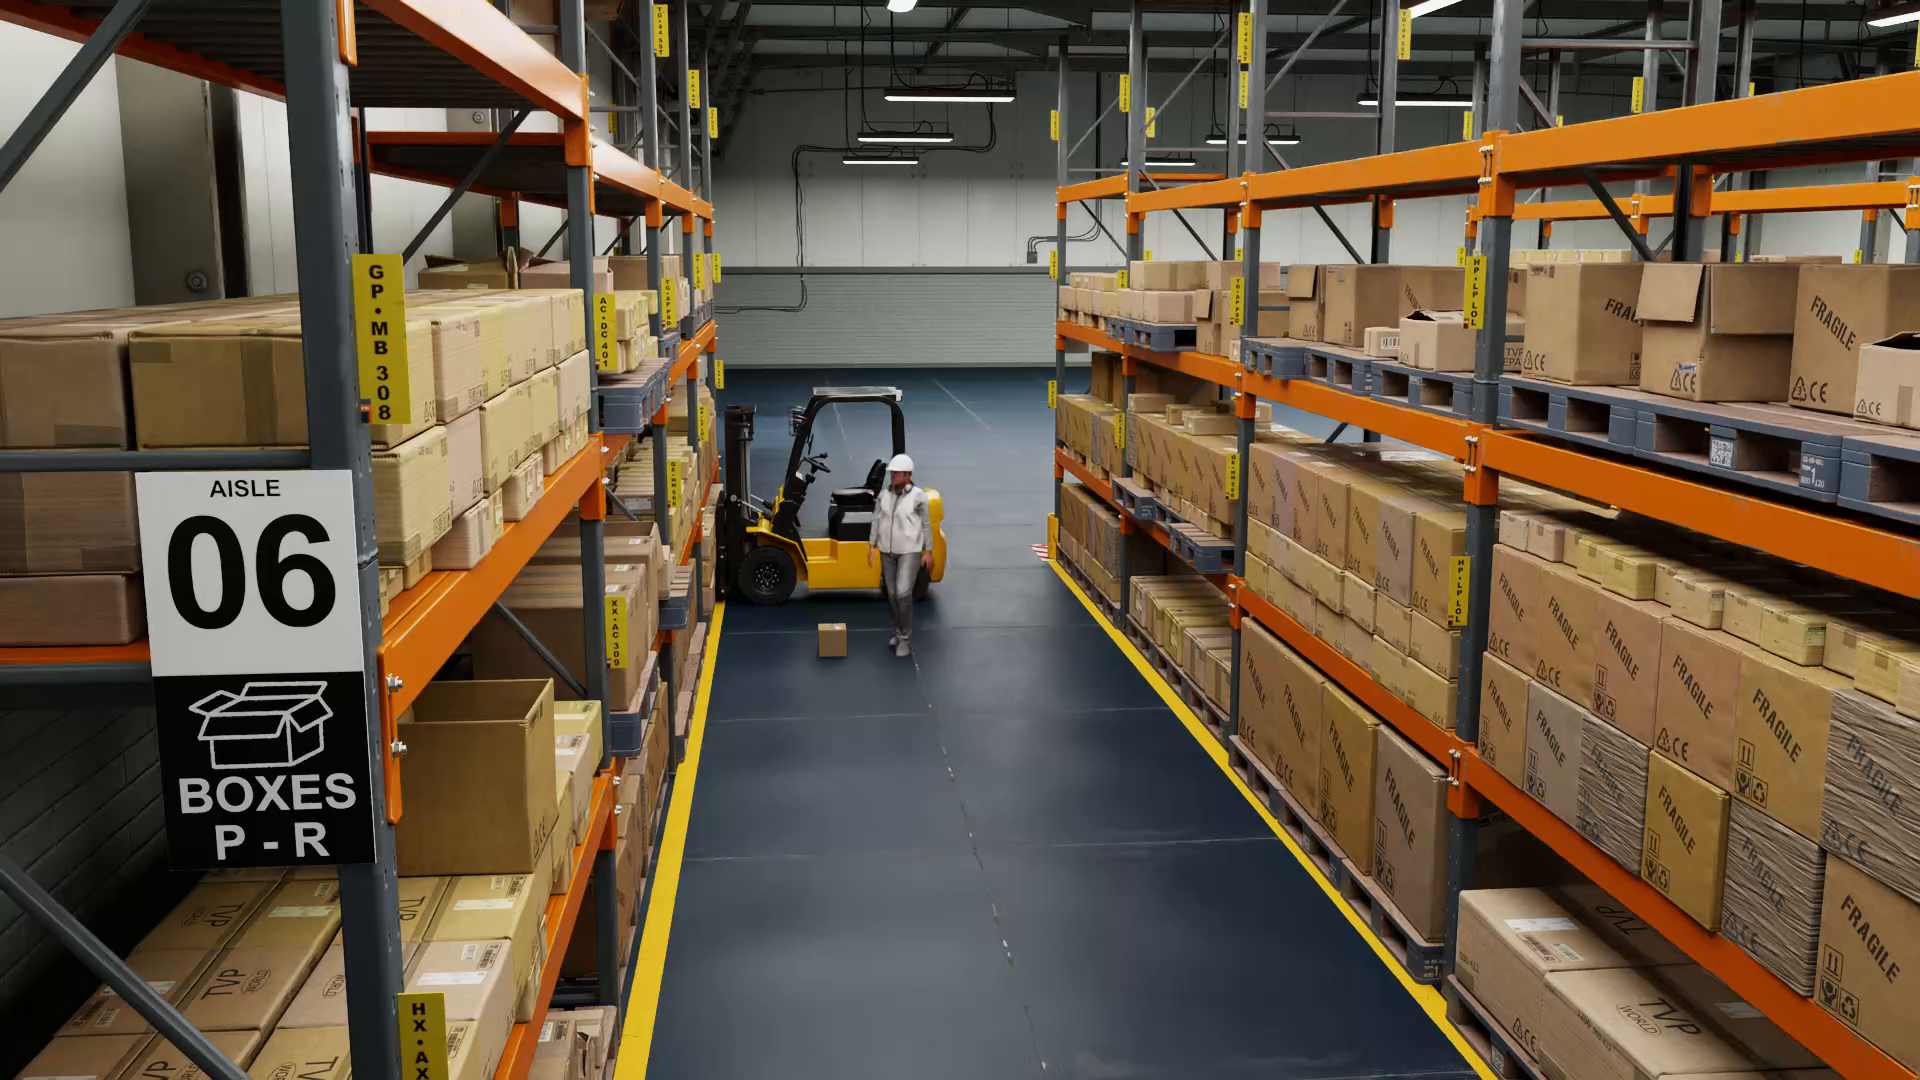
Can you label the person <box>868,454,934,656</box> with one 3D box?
[{"bbox_3d":[-0.565,0.144,15.112,0.583,1.839,0.533,5,11,27],"label":"person"}]
